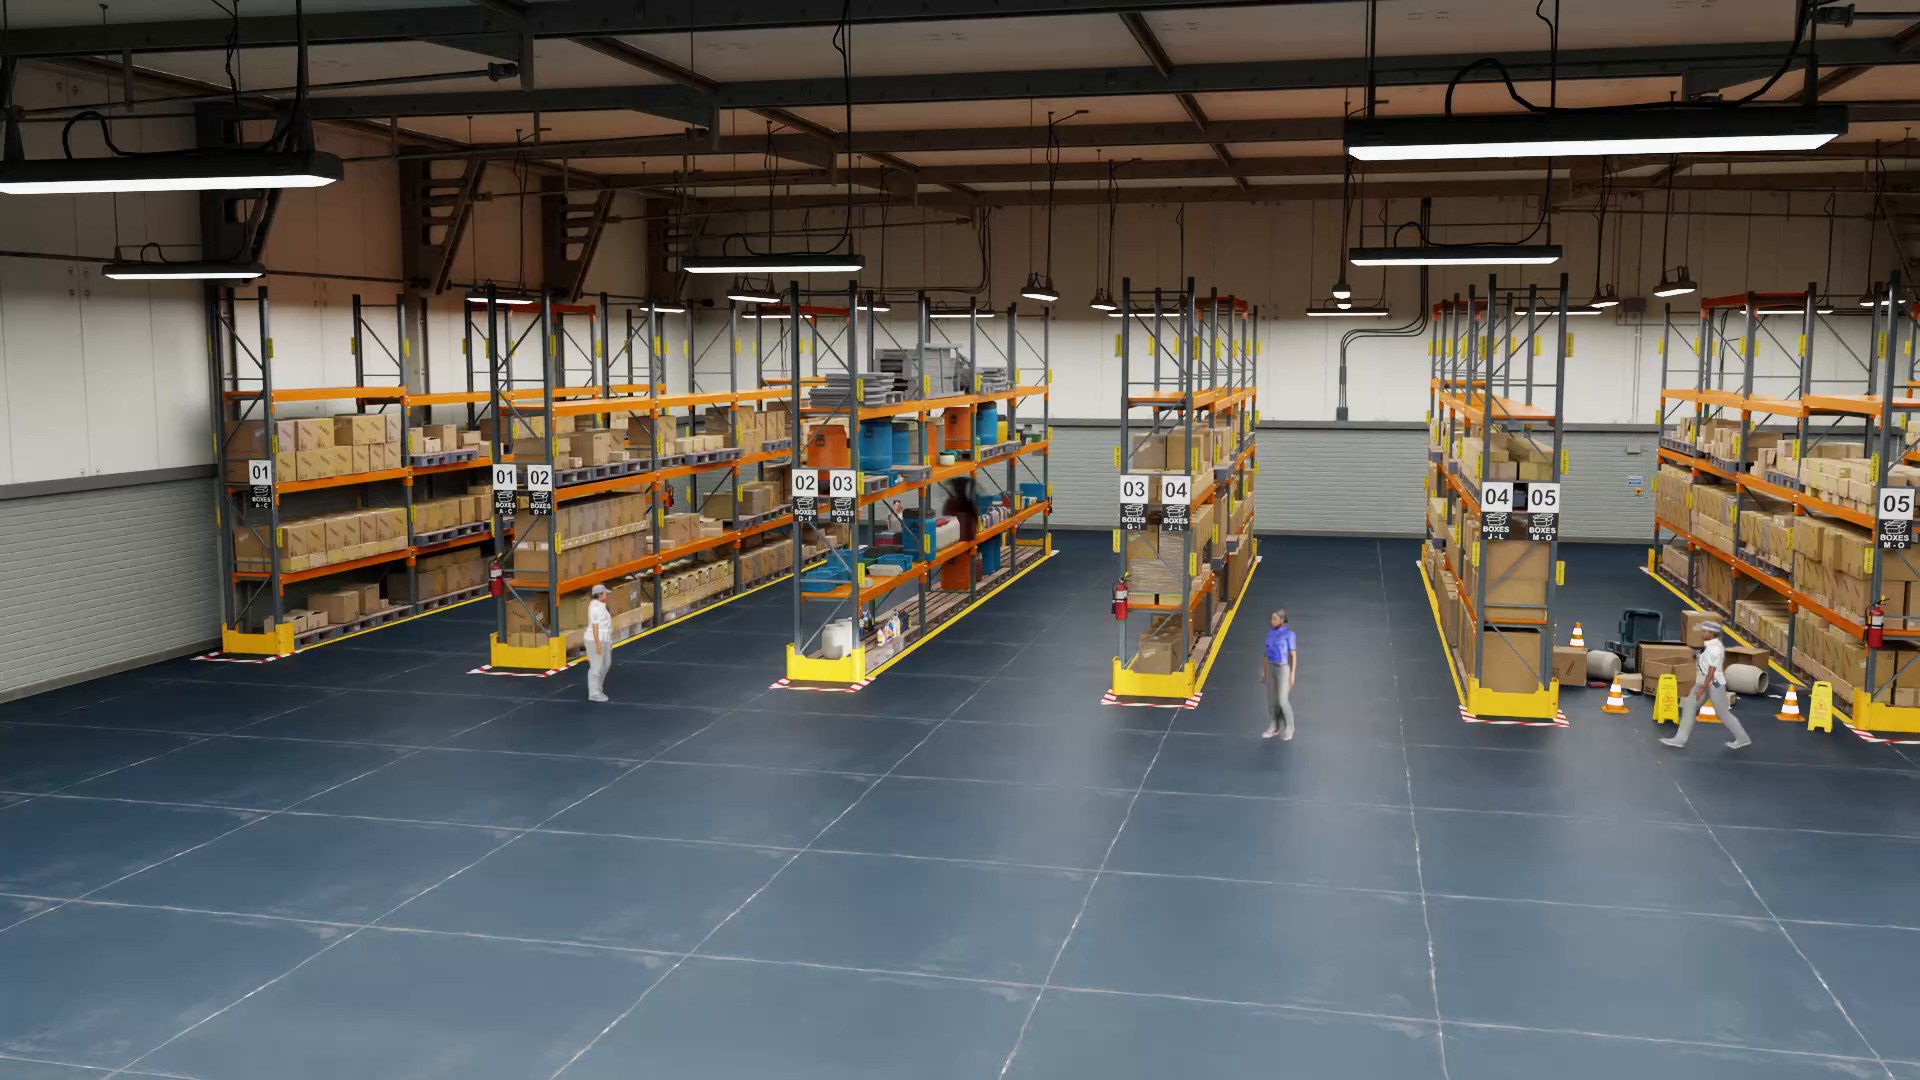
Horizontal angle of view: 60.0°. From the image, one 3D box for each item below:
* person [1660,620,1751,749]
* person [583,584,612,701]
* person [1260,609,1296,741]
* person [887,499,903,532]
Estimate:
[{"bbox_3d":[9.339,1.807,20.727,1.005,1.633,0.447,0,7,-2],"label":"person"},{"bbox_3d":[-5.163,1.488,23.748,0.400,1.717,0.577,0,7,-3],"label":"person"},{"bbox_3d":[4.097,1.759,21.442,0.361,1.616,0.488,-5,8,-38],"label":"person"},{"bbox_3d":[-1.379,-0.096,36.921,0.596,1.629,0.877,2,7,17],"label":"person"}]
